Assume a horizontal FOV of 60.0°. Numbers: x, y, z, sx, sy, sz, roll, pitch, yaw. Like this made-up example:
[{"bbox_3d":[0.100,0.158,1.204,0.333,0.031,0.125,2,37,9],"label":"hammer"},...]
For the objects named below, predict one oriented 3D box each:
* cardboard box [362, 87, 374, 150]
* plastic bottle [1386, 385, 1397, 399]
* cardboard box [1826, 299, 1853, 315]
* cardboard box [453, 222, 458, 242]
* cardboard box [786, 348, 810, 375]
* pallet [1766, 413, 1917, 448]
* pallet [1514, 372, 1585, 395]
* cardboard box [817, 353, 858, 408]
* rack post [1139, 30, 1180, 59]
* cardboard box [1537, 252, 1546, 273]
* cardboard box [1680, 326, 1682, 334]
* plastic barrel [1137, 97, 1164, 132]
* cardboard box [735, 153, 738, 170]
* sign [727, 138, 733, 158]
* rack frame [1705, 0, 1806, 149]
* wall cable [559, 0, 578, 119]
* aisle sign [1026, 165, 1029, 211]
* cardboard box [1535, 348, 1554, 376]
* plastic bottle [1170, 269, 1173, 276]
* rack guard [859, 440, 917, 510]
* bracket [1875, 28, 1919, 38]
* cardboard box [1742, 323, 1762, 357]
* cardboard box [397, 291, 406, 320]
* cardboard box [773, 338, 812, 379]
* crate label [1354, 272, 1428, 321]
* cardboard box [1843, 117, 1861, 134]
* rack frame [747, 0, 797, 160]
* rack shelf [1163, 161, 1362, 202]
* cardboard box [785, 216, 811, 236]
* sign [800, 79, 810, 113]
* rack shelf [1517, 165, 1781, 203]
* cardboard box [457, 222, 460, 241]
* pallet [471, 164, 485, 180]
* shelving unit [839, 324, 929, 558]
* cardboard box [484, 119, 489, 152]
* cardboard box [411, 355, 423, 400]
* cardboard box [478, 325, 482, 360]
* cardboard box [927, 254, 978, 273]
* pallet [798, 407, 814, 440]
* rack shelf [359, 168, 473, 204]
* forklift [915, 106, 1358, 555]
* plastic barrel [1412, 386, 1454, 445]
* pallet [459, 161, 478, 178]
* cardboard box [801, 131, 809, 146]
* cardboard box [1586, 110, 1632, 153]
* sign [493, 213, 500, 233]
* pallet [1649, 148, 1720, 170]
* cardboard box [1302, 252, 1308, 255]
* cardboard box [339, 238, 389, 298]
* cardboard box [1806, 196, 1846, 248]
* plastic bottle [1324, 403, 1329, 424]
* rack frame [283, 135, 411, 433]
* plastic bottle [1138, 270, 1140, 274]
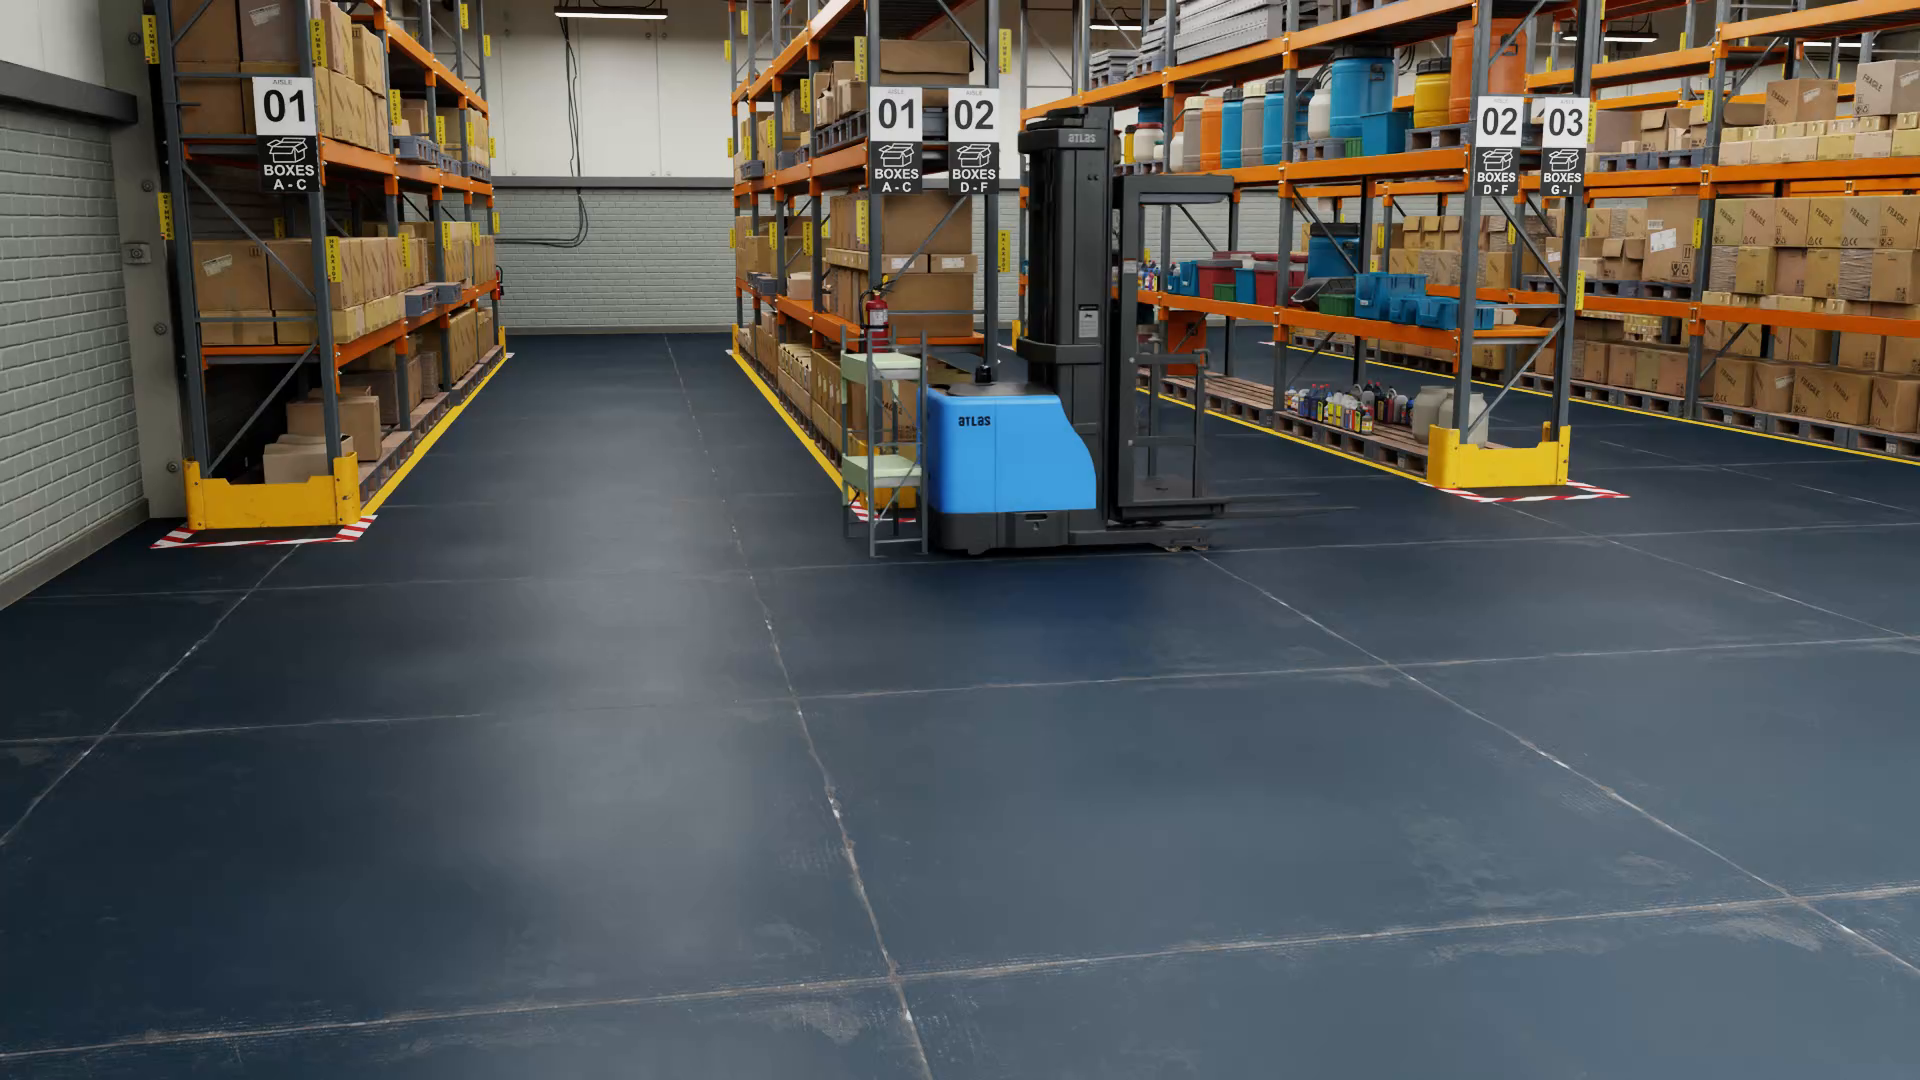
[{"bbox_3d":[-5.271,-3.573,14.104,0.500,0.500,0.500,-3,11,-13],"label":"cardboard box"},{"bbox_3d":[4.384,-1.391,16.889,0.144,0.351,0.185,-2,11,-11],"label":"plastic bottle"},{"bbox_3d":[8.859,-2.317,16.520,0.380,0.149,0.250,-2,11,-11],"label":"cardboard box"},{"bbox_3d":[-6.662,-3.908,21.082,0.500,0.250,0.500,-2,11,-11],"label":"cardboard box"},{"bbox_3d":[-1.740,-2.067,19.264,0.500,0.311,0.500,-2,11,-13],"label":"cardboard box"},{"bbox_3d":[9.140,-1.142,17.133,1.003,0.211,1.213,-2,11,-11],"label":"pallet"},{"bbox_3d":[8.107,-2.079,22.052,1.003,0.211,1.213,-2,11,-11],"label":"pallet"},{"bbox_3d":[-1.096,-1.535,15.962,0.500,0.500,0.500,-2,11,-11],"label":"cardboard box"},{"bbox_3d":[2.917,-6.453,21.735,0.954,0.300,0.937,-2,11,-11],"label":"rack post"},{"bbox_3d":[8.129,-3.740,23.056,0.500,0.500,0.500,-2,11,-9],"label":"cardboard box"},{"bbox_3d":[12.307,-3.517,27.859,0.380,0.149,0.250,-2,11,-8],"label":"cardboard box"},{"bbox_3d":[2.802,-5.764,23.471,0.600,0.901,0.708,-2,11,-11],"label":"plastic barrel"},{"bbox_3d":[-3.383,-6.149,27.023,0.500,0.250,0.500,-2,11,-11],"label":"cardboard box"},{"bbox_3d":[-3.850,-6.583,27.899,0.100,0.325,0.005,-2,11,-11],"label":"sign"},{"bbox_3d":[8.734,-5.805,18.129,1.000,3.000,0.127,-2,11,-11],"label":"rack frame"},{"bbox_3d":[-6.272,-9.570,32.707,3.097,2.526,0.112,-2,11,-11],"label":"wall cable"},{"bbox_3d":[1.237,-6.158,29.077,0.394,0.787,0.004,-2,11,-11],"label":"aisle sign"},{"bbox_3d":[8.106,-2.458,22.096,0.700,0.500,0.500,-3,11,-14],"label":"cardboard box"},{"bbox_3d":[2.911,-3.732,23.414,0.144,0.351,0.185,-2,11,-11],"label":"plastic bottle"},{"bbox_3d":[-0.201,-0.533,13.157,1.175,0.500,0.348,-2,11,-11],"label":"rack guard"},{"bbox_3d":[20.377,-11.419,37.996,0.076,0.066,5.218,-2,11,-11],"label":"bracket"},{"bbox_3d":[12.241,-3.035,25.181,0.500,0.500,0.500,-3,11,-14],"label":"cardboard box"},{"bbox_3d":[-5.453,-2.178,15.465,0.500,0.250,0.500,-2,11,-11],"label":"cardboard box"},{"bbox_3d":[-2.174,-2.383,21.705,0.500,0.500,0.500,-2,11,-9],"label":"cardboard box"},{"bbox_3d":[4.031,-2.289,15.608,0.502,0.435,0.616,-2,11,-11],"label":"crate label"},{"bbox_3d":[8.898,-4.051,16.268,0.380,0.149,0.250,-3,11,-14],"label":"cardboard box"},{"bbox_3d":[-2.540,-6.913,23.949,1.000,3.000,0.127,-2,11,-11],"label":"rack frame"},{"bbox_3d":[3.487,-4.165,19.458,1.077,0.370,4.000,-2,11,-11],"label":"rack shelf"},{"bbox_3d":[-2.355,-4.603,24.915,0.500,0.500,0.500,-2,11,-10],"label":"cardboard box"},{"bbox_3d":[-1.514,-4.359,16.330,0.100,0.325,0.005,-2,11,-11],"label":"sign"},{"bbox_3d":[8.345,-4.345,20.404,1.077,0.370,4.000,-2,11,-11],"label":"rack shelf"},{"bbox_3d":[-6.767,-4.001,21.573,0.500,0.250,0.500,-2,11,-12],"label":"cardboard box"},{"bbox_3d":[-7.781,-5.589,25.251,1.003,0.211,1.213,-2,11,-11],"label":"pallet"},{"bbox_3d":[-0.523,-0.696,11.341,0.431,1.500,0.755,-3,11,-17],"label":"shelving unit"},{"bbox_3d":[-7.766,-6.418,26.376,0.500,0.500,0.500,-2,11,-11],"label":"cardboard box"},{"bbox_3d":[-6.443,-1.811,18.696,0.700,0.500,0.500,-2,11,-11],"label":"cardboard box"},{"bbox_3d":[-7.443,-2.904,24.495,0.700,0.500,0.500,-2,11,-10],"label":"cardboard box"},{"bbox_3d":[-0.071,-2.212,13.296,0.380,0.149,0.250,-2,11,-11],"label":"cardboard box"},{"bbox_3d":[-1.165,-1.262,17.764,1.003,0.211,1.213,-2,11,-11],"label":"pallet"},{"bbox_3d":[-7.009,-4.538,21.420,1.077,0.370,4.000,-2,11,-11],"label":"rack shelf"},{"bbox_3d":[1.252,-1.454,11.498,3.031,2.935,1.130,-2,11,-11],"label":"forklift"},{"bbox_3d":[4.353,-1.138,15.186,0.421,0.512,0.421,0,11,0],"label":"plastic barrel"},{"bbox_3d":[-7.547,-5.365,24.078,1.003,0.211,1.213,-2,11,-11],"label":"pallet"},{"bbox_3d":[-1.618,-4.757,19.924,0.500,0.250,0.500,-3,11,-15],"label":"cardboard box"},{"bbox_3d":[7.995,-5.079,20.733,0.500,0.500,0.500,-2,11,-13],"label":"cardboard box"},{"bbox_3d":[-7.641,-5.221,27.374,0.100,0.325,0.005,-2,11,-11],"label":"sign"},{"bbox_3d":[8.719,-4.356,19.043,1.213,0.211,1.003,-2,11,-11],"label":"pallet"},{"bbox_3d":[6.336,-4.938,29.226,0.500,0.250,0.500,-2,11,-12],"label":"cardboard box"},{"bbox_3d":[-5.257,-2.363,14.430,0.500,0.500,0.500,-2,11,-13],"label":"cardboard box"},{"bbox_3d":[8.876,-3.178,16.634,0.500,0.500,0.500,-2,11,-11],"label":"cardboard box"},{"bbox_3d":[3.695,-1.269,16.648,0.097,0.201,0.097,0,11,0],"label":"plastic bottle"},{"bbox_3d":[-5.842,-2.318,15.851,1.000,3.000,0.127,-2,11,-11],"label":"rack frame"},{"bbox_3d":[2.484,-3.662,23.225,0.061,0.283,0.133,-2,11,-11],"label":"plastic bottle"}]
